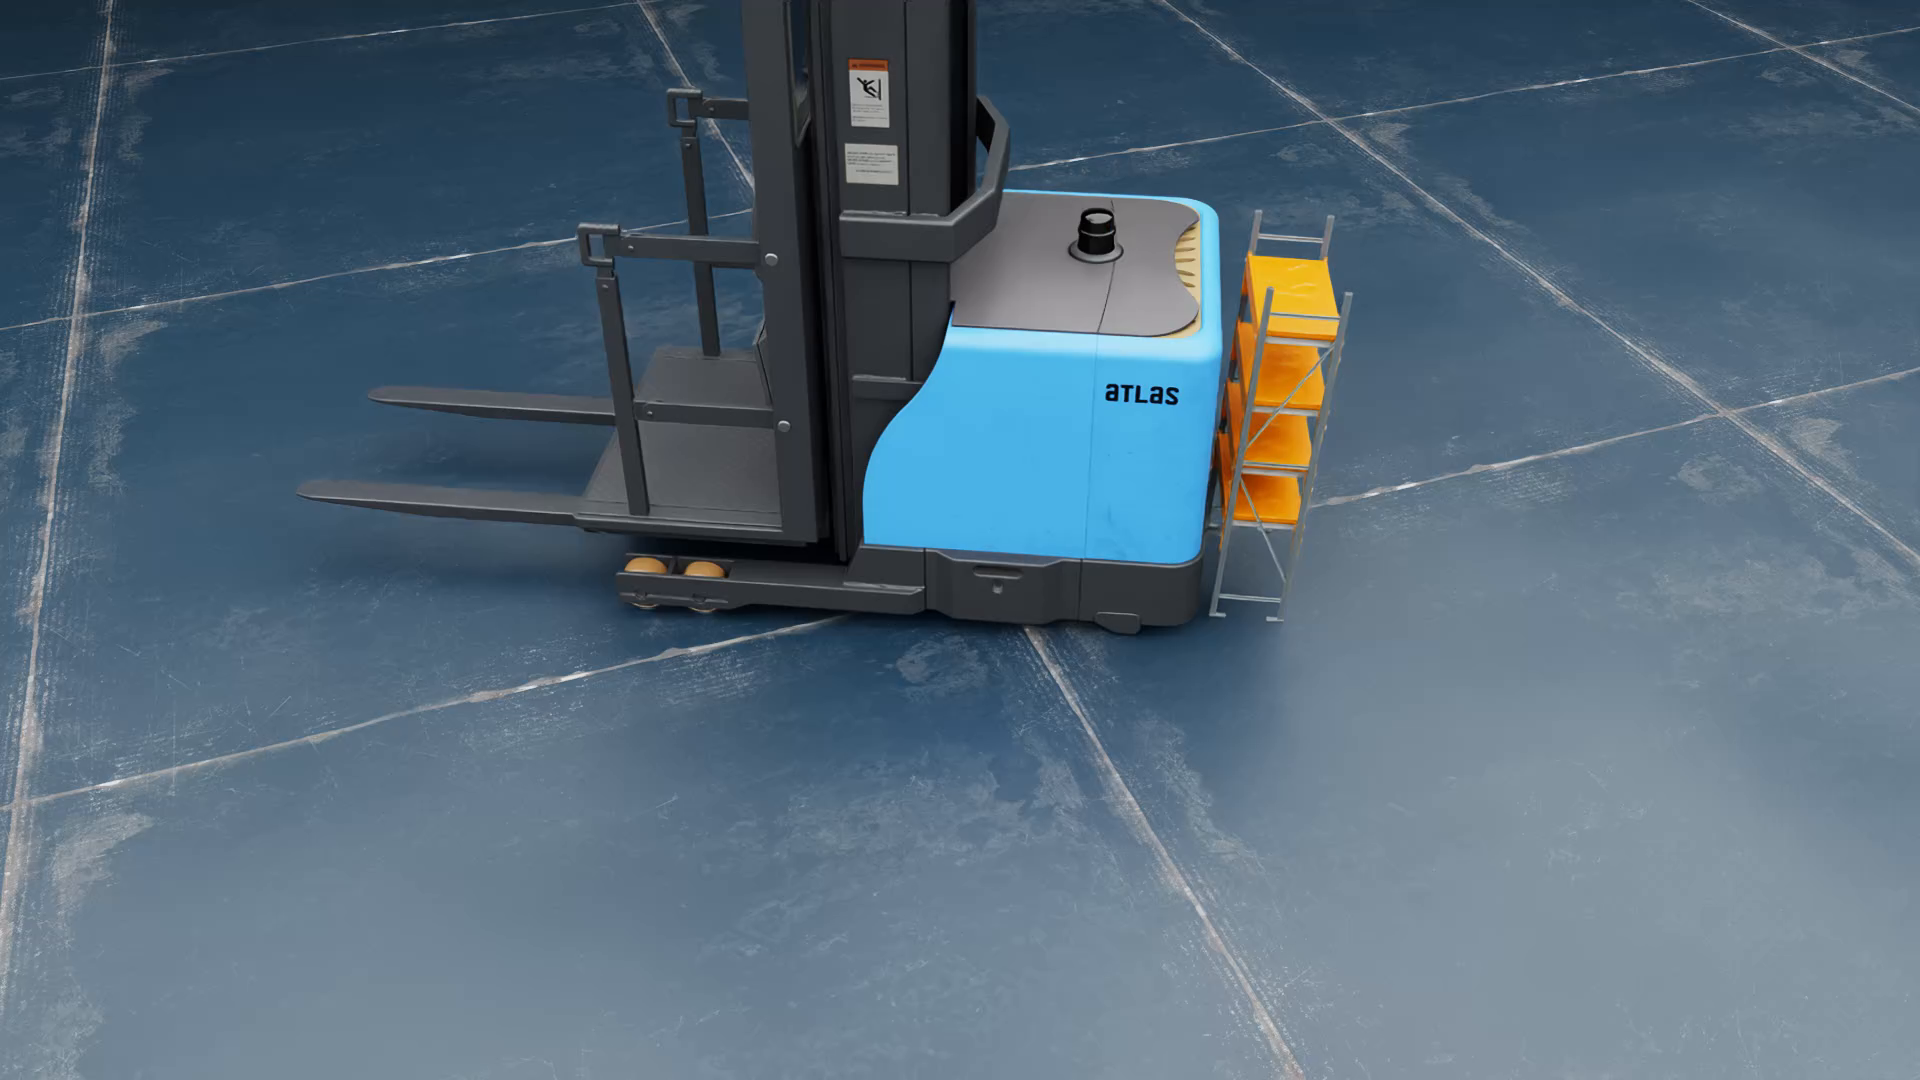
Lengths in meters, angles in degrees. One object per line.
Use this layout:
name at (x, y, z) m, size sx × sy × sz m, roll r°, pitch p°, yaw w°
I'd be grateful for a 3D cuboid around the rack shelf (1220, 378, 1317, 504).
rack shelf at (0.971, -0.317, 5.276) m, size 0.258 × 0.148 × 0.480 m, roll 5°, pitch 37°, yaw 2°

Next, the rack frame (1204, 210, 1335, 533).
rack frame at (0.993, -0.517, 5.429) m, size 0.240 × 1.200 × 0.015 m, roll 5°, pitch 37°, yaw 2°

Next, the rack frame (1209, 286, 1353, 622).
rack frame at (0.956, -0.224, 5.041) m, size 0.240 × 1.200 × 0.015 m, roll 5°, pitch 37°, yaw 2°

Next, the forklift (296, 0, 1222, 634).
forklift at (-0.694, -1.247, 4.970) m, size 3.031 × 2.935 × 1.130 m, roll 4°, pitch 37°, yaw 5°

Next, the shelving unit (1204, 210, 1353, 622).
shelving unit at (0.975, -0.371, 5.235) m, size 0.258 × 1.200 × 0.503 m, roll 5°, pitch 37°, yaw 2°

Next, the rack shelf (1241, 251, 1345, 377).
rack shelf at (0.993, -0.683, 4.998) m, size 0.258 × 0.148 × 0.480 m, roll 5°, pitch 37°, yaw 2°

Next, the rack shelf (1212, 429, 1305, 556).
rack shelf at (0.962, -0.159, 5.395) m, size 0.258 × 0.148 × 0.480 m, roll 5°, pitch 37°, yaw 2°

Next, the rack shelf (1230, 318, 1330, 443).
rack shelf at (0.982, -0.495, 5.140) m, size 0.258 × 0.148 × 0.480 m, roll 5°, pitch 37°, yaw 2°
